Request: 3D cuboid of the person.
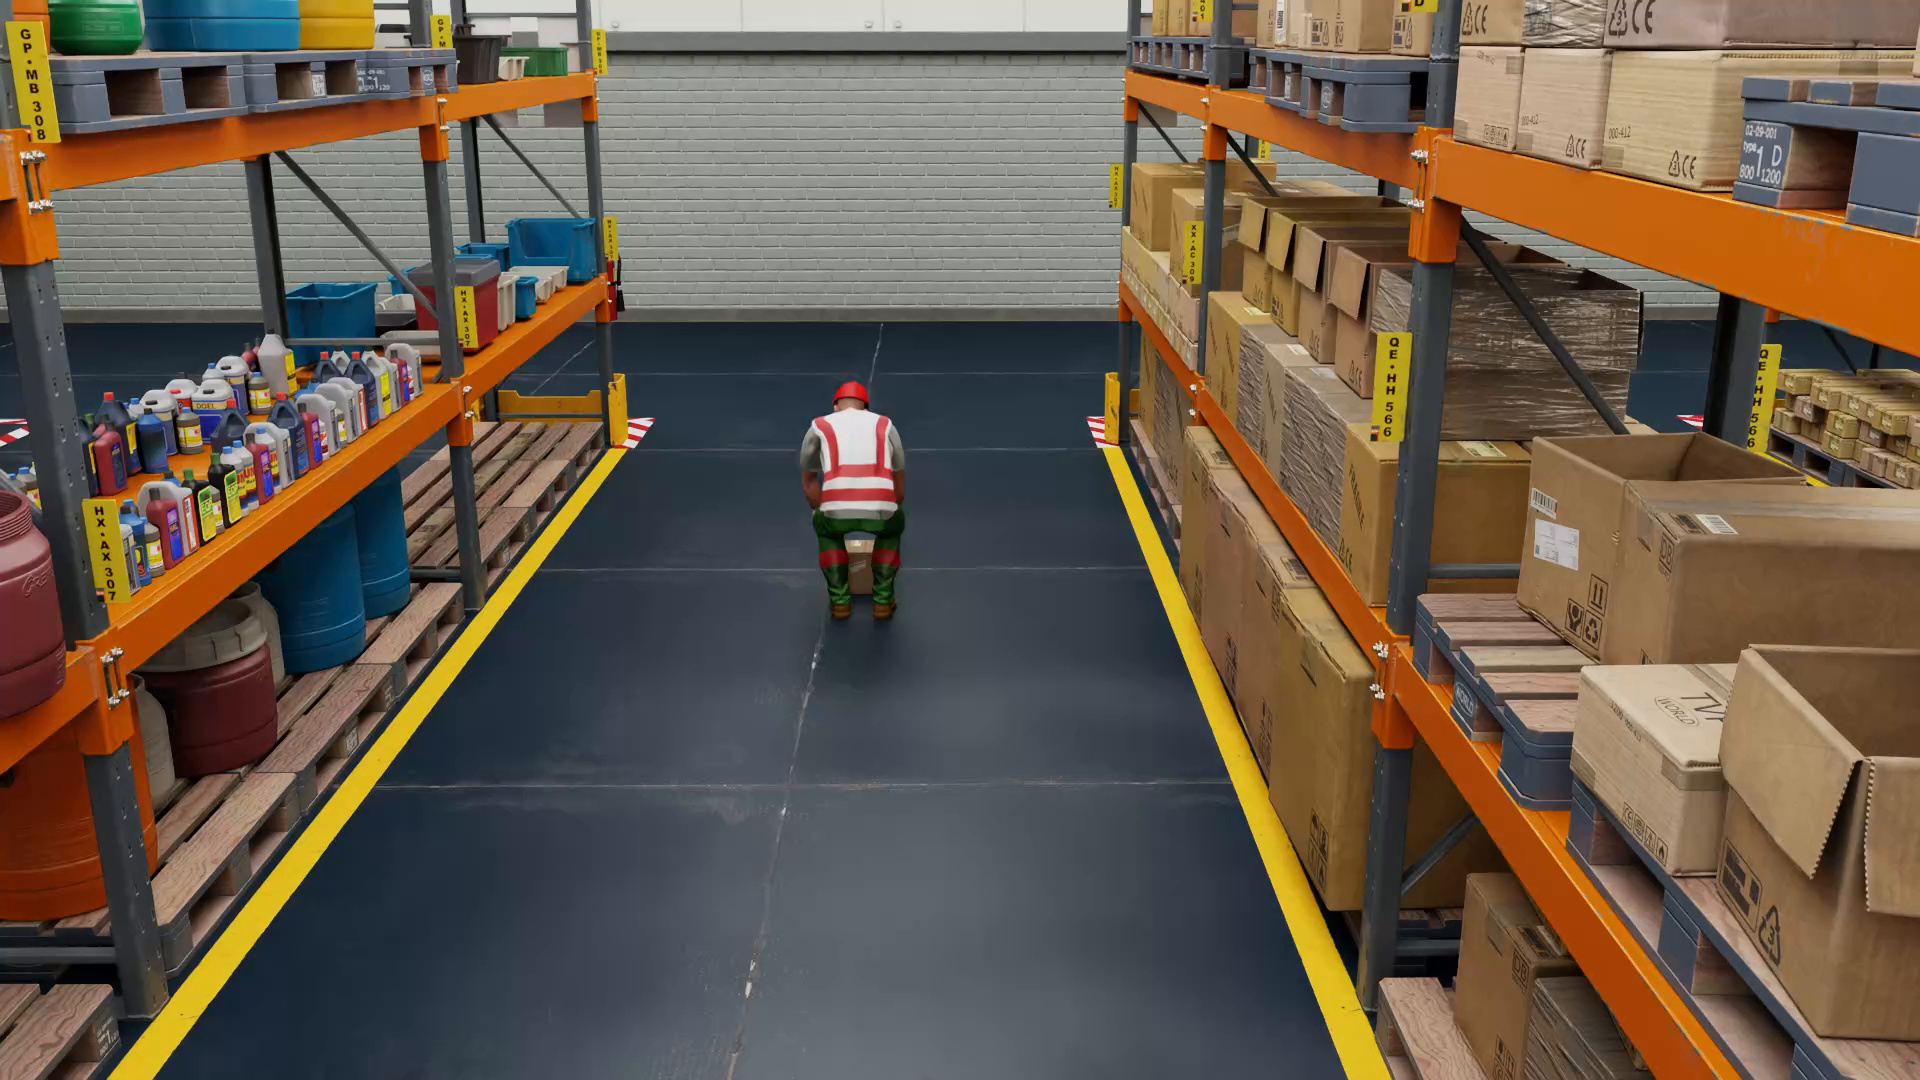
[{"bbox_3d":[-0.592,-0.208,9.146,0.582,1.230,0.837,0,17,-1],"label":"person"}]
